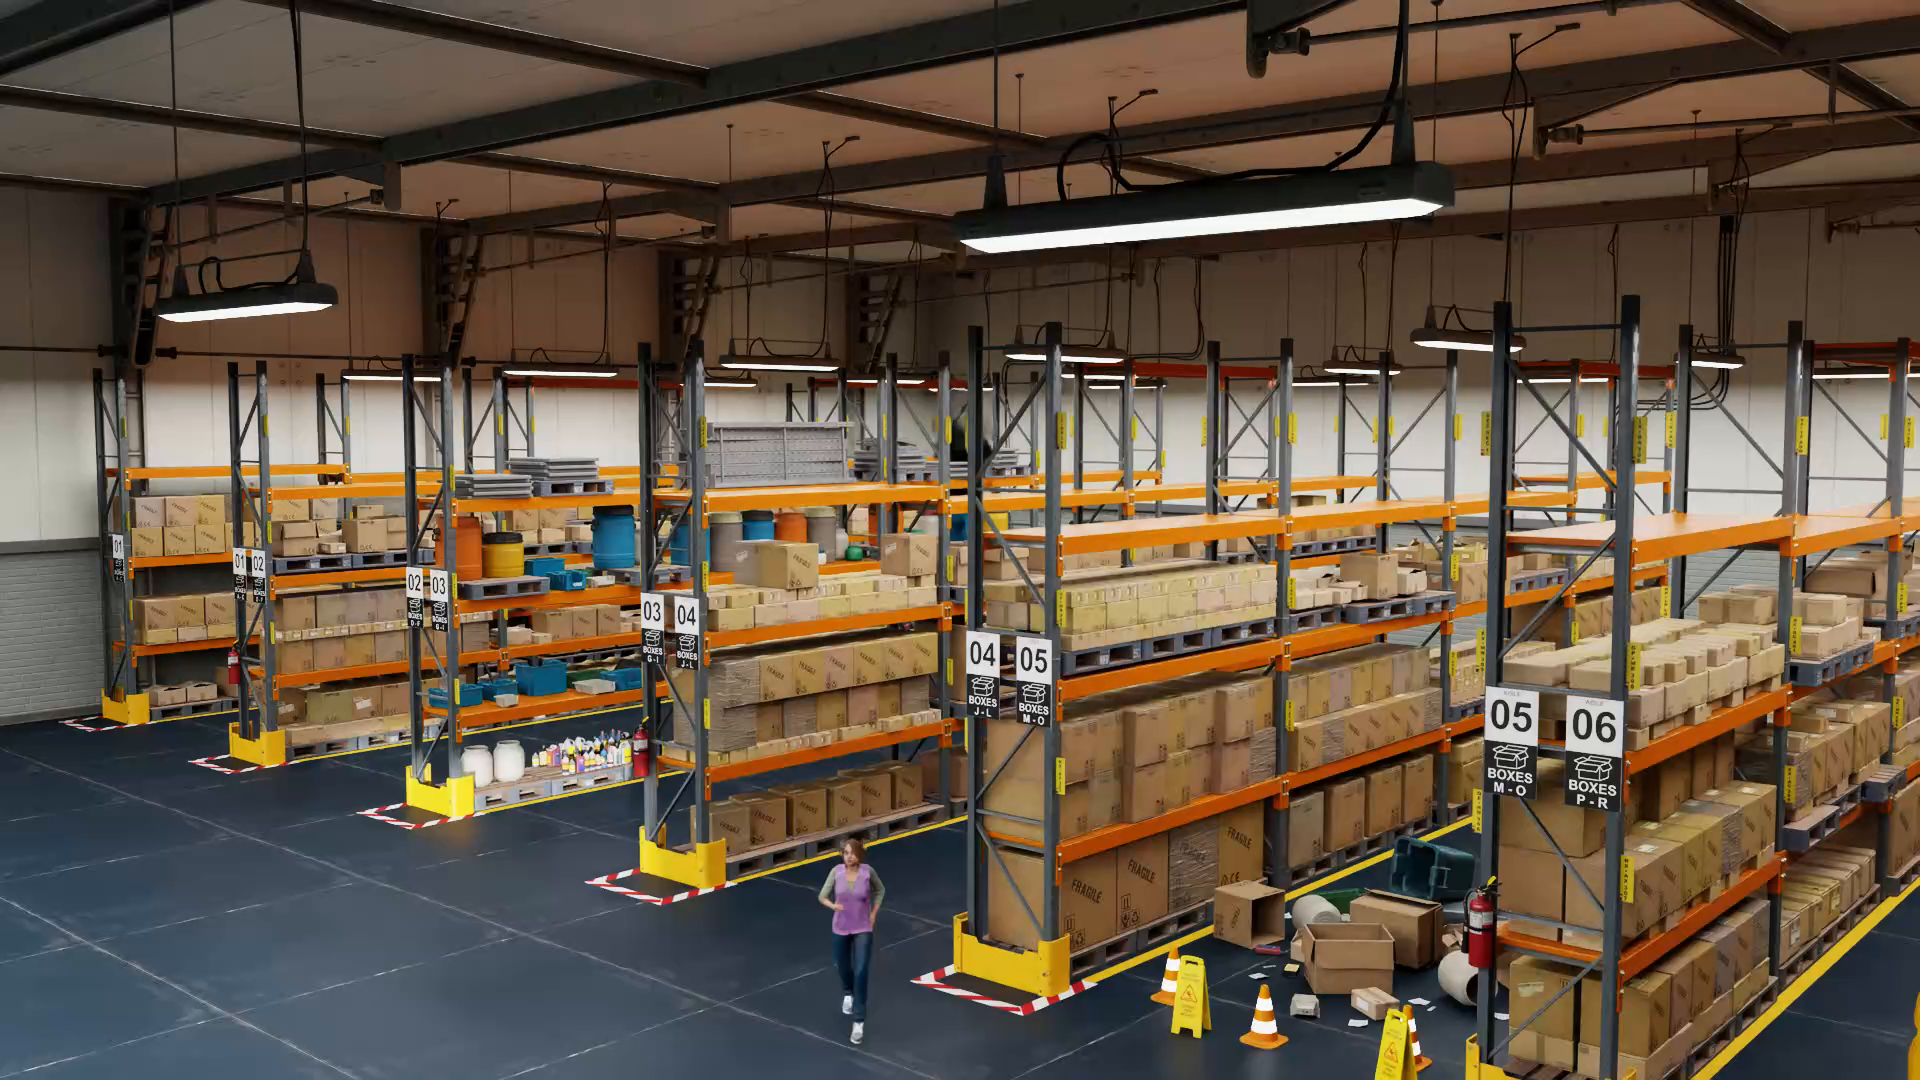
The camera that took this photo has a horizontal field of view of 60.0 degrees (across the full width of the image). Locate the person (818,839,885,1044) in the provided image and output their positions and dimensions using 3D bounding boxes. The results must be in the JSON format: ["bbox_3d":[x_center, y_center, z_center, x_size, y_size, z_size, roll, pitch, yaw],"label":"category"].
[{"bbox_3d":[-0.924,3.322,14.043,0.542,1.621,0.773,0,4,6],"label":"person"}]
